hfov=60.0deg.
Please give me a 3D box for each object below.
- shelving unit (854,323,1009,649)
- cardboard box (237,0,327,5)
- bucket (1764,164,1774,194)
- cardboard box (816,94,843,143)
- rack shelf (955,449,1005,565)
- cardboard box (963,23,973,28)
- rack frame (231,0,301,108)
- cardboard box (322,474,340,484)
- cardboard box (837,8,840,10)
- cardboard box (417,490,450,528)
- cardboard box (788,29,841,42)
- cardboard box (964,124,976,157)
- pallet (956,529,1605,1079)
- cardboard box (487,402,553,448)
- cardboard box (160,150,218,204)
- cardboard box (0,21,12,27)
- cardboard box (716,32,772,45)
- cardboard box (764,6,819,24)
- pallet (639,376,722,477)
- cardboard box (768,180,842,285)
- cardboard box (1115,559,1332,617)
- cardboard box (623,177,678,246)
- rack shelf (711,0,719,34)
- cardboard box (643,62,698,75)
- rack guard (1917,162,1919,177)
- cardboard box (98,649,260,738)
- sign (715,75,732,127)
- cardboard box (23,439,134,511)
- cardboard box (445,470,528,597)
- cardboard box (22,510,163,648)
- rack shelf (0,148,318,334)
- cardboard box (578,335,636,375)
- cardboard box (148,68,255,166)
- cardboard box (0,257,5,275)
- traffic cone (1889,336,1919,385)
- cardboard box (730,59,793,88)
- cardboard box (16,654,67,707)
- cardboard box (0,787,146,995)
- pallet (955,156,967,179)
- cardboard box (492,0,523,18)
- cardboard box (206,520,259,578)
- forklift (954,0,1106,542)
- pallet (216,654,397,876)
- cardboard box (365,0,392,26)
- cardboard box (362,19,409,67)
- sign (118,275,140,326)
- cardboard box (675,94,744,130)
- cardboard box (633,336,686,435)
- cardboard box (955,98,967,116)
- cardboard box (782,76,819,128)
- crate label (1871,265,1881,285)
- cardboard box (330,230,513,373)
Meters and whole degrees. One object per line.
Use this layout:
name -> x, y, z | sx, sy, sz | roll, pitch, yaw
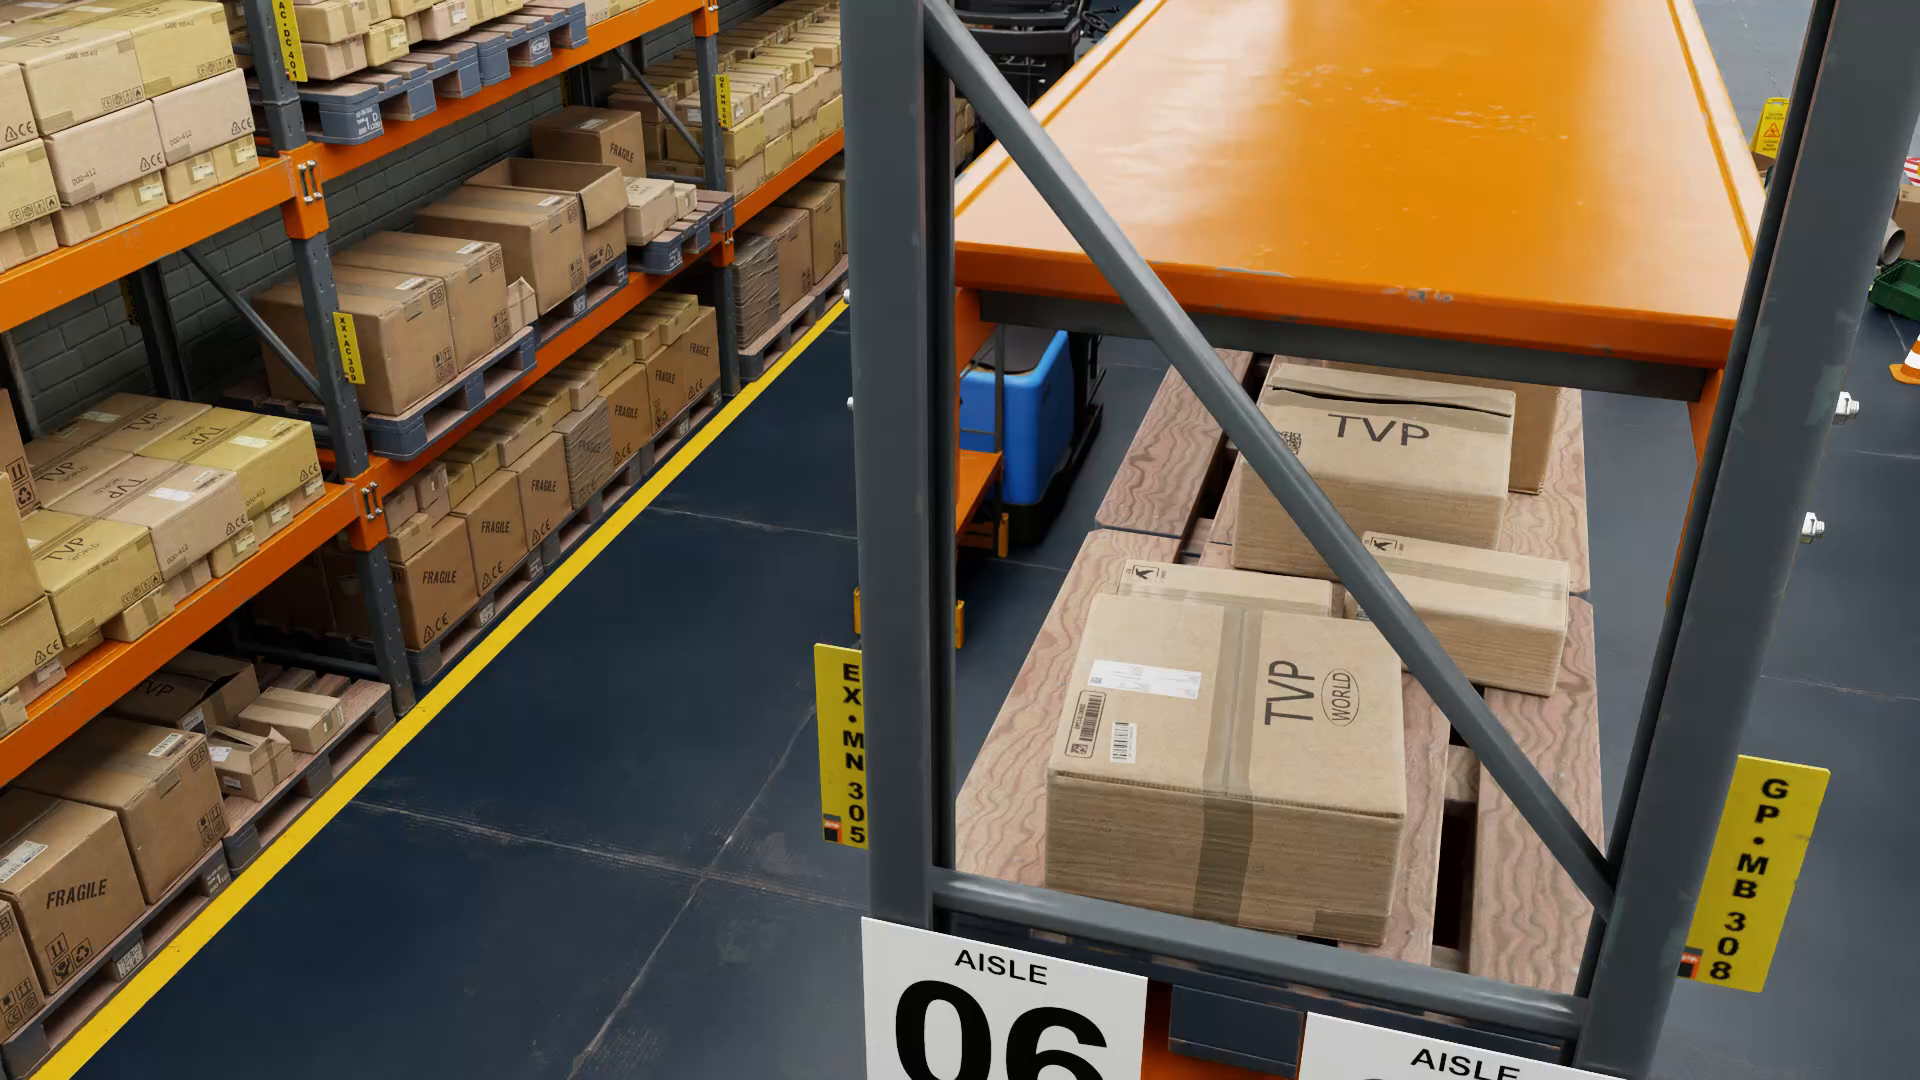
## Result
shelving unit -> -0.140, -0.371, 8.873 | 0.587, 1.500, 1.083 | 7, 30, 13
cardboard box -> -2.778, -2.363, 6.818 | 0.396, 0.266, 0.258 | 8, 30, 14
bucket -> 6.492, -2.511, 12.983 | 0.726, 0.611, 0.620 | 20, 45, 32
cardboard box -> -1.211, -3.212, 12.593 | 0.500, 0.250, 0.500 | 9, 30, 16
rack shelf -> -0.137, -0.218, 8.968 | 0.538, 0.185, 1.000 | 7, 30, 13
cardboard box -> -0.187, -4.944, 15.449 | 0.500, 0.500, 0.500 | 8, 30, 14
rack frame -> -3.200, -3.155, 6.165 | 1.000, 3.000, 0.127 | 8, 30, 15
cardboard box -> -3.295, -0.243, 8.574 | 0.380, 0.149, 0.250 | 9, 30, 15
cardboard box -> -0.798, -4.266, 13.562 | 0.380, 0.149, 0.250 | 8, 30, 14
cardboard box -> -2.833, -0.177, 8.454 | 0.380, 0.149, 0.250 | 8, 30, 13
cardboard box -> -1.086, -3.790, 12.707 | 0.380, 0.149, 0.250 | 9, 30, 15
cardboard box -> -0.123, -3.890, 16.054 | 0.500, 0.250, 0.500 | 9, 30, 16
pallet -> 0.580, 0.414, 2.927 | 1.003, 0.211, 1.213 | 8, 30, 15
cardboard box -> -2.517, -0.653, 9.310 | 0.380, 0.149, 0.250 | 10, 30, 17
cardboard box -> -3.098, -1.412, 6.376 | 0.380, 0.149, 0.250 | 8, 30, 15
cardboard box -> -3.754, -1.695, 5.960 | 0.500, 0.250, 0.500 | 8, 30, 13
cardboard box -> -1.652, -3.744, 12.624 | 0.380, 0.149, 0.250 | 9, 30, 15
cardboard box -> -1.363, -4.213, 13.467 | 0.380, 0.149, 0.250 | 8, 30, 15
pallet -> -2.281, -0.832, 11.029 | 1.003, 0.211, 1.213 | 8, 30, 15
cardboard box -> -1.448, -2.444, 13.068 | 0.875, 0.625, 0.625 | 7, 30, 13
cardboard box -> 0.465, 0.175, 2.987 | 0.380, 0.149, 0.250 | 6, 30, 11
cardboard box -> -2.026, -1.974, 9.935 | 0.500, 0.250, 0.500 | 7, 30, 13
rack shelf -> -1.439, -4.318, 12.082 | 1.077, 0.370, 4.000 | 8, 30, 15
cardboard box -> -2.014, -3.273, 11.778 | 0.380, 0.149, 0.250 | 8, 30, 14
rack guard -> 9.837, -3.663, 15.821 | 1.175, 0.500, 0.348 | 8, 30, 15
cardboard box -> -3.620, 0.731, 7.684 | 0.500, 0.311, 0.500 | 10, 30, 17
sign -> -1.504, -2.791, 10.572 | 0.100, 0.325, 0.005 | 8, 30, 15
cardboard box -> -3.744, -0.172, 6.823 | 0.500, 0.250, 0.500 | 8, 30, 14
cardboard box -> -2.696, -0.066, 8.923 | 0.500, 0.500, 0.500 | 8, 30, 14
cardboard box -> -3.408, 0.138, 6.264 | 0.500, 0.250, 0.500 | 8, 30, 15
rack shelf -> -3.787, -0.601, 5.399 | 1.077, 0.370, 4.000 | 8, 30, 15
cardboard box -> -2.219, -1.138, 10.182 | 0.380, 0.149, 0.250 | 9, 30, 16
cardboard box -> -3.102, -1.649, 6.391 | 0.500, 0.250, 0.500 | 9, 30, 15
cardboard box -> -3.436, -0.937, 5.522 | 0.380, 0.149, 0.250 | 9, 30, 15
traffic cone -> 6.819, -1.369, 11.735 | 0.336, 0.463, 0.334 | 8, 30, 15
cardboard box -> -1.413, -3.317, 11.858 | 0.380, 0.149, 0.250 | 9, 30, 15
cardboard box -> -3.522, 0.475, 6.069 | 0.380, 0.149, 0.250 | 8, 30, 15
cardboard box -> -3.565, 1.340, 6.394 | 0.500, 0.500, 0.500 | 9, 30, 16
pallet -> -0.578, -3.396, 15.638 | 1.003, 0.211, 1.213 | 8, 30, 15
cardboard box -> -2.351, -2.636, 8.040 | 0.380, 0.149, 0.250 | 9, 30, 16
cardboard box -> -3.161, 0.009, 6.907 | 0.380, 0.149, 0.250 | 9, 30, 16
forklift -> 0.330, -1.973, 10.282 | 1.130, 2.935, 3.031 | 7, 30, 13
pallet -> -3.402, 1.004, 7.728 | 1.003, 0.211, 1.213 | 8, 30, 15
cardboard box -> -2.683, -2.302, 7.135 | 0.380, 0.149, 0.250 | 9, 30, 16
cardboard box -> -2.623, -2.159, 7.184 | 0.380, 0.149, 0.250 | 9, 30, 15
sign -> -3.731, -1.117, 7.482 | 0.100, 0.325, 0.005 | 8, 30, 15
cardboard box -> -1.651, -2.826, 10.974 | 0.380, 0.149, 0.250 | 9, 30, 16
cardboard box -> -2.101, -1.025, 10.647 | 0.500, 0.500, 0.500 | 8, 30, 14
cardboard box -> -0.250, -4.086, 15.378 | 0.500, 0.250, 0.500 | 9, 30, 15
cardboard box -> -1.343, -3.190, 12.039 | 0.500, 0.250, 0.500 | 8, 30, 14
crate label -> 7.321, -2.174, 13.517 | 0.298, 0.136, 0.250 | -12, 31, -20
cardboard box -> -2.692, -1.194, 8.277 | 0.700, 0.500, 0.500 | 9, 30, 15
